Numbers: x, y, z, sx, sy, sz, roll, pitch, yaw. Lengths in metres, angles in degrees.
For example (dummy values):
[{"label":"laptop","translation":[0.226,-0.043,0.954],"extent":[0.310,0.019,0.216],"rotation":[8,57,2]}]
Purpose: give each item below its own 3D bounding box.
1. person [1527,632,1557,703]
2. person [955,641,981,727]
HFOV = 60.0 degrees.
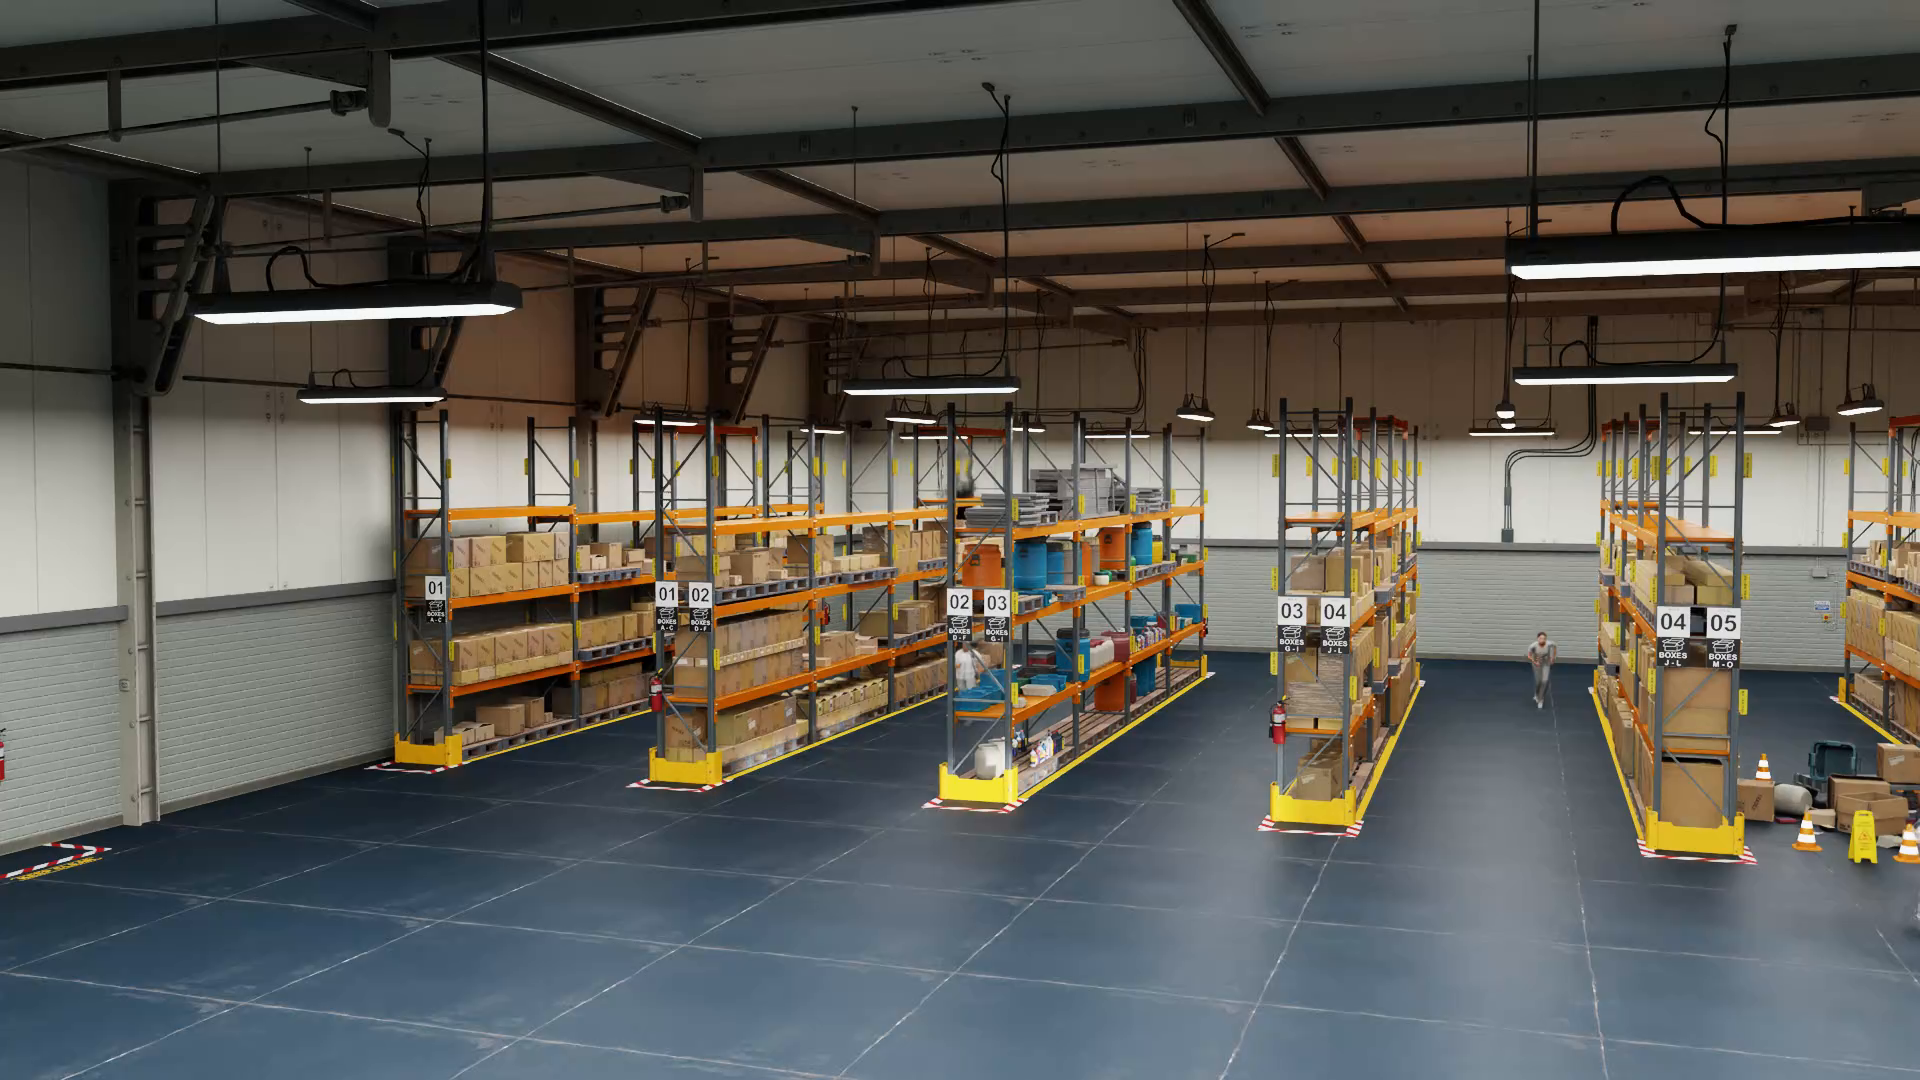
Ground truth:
[{"label":"person","translation":[12.265,2.646,35.120],"extent":[0.602,1.485,0.924],"rotation":[1,2,12]},{"label":"person","translation":[0.112,2.759,32.680],"extent":[0.562,1.702,0.858],"rotation":[1,3,13]}]
